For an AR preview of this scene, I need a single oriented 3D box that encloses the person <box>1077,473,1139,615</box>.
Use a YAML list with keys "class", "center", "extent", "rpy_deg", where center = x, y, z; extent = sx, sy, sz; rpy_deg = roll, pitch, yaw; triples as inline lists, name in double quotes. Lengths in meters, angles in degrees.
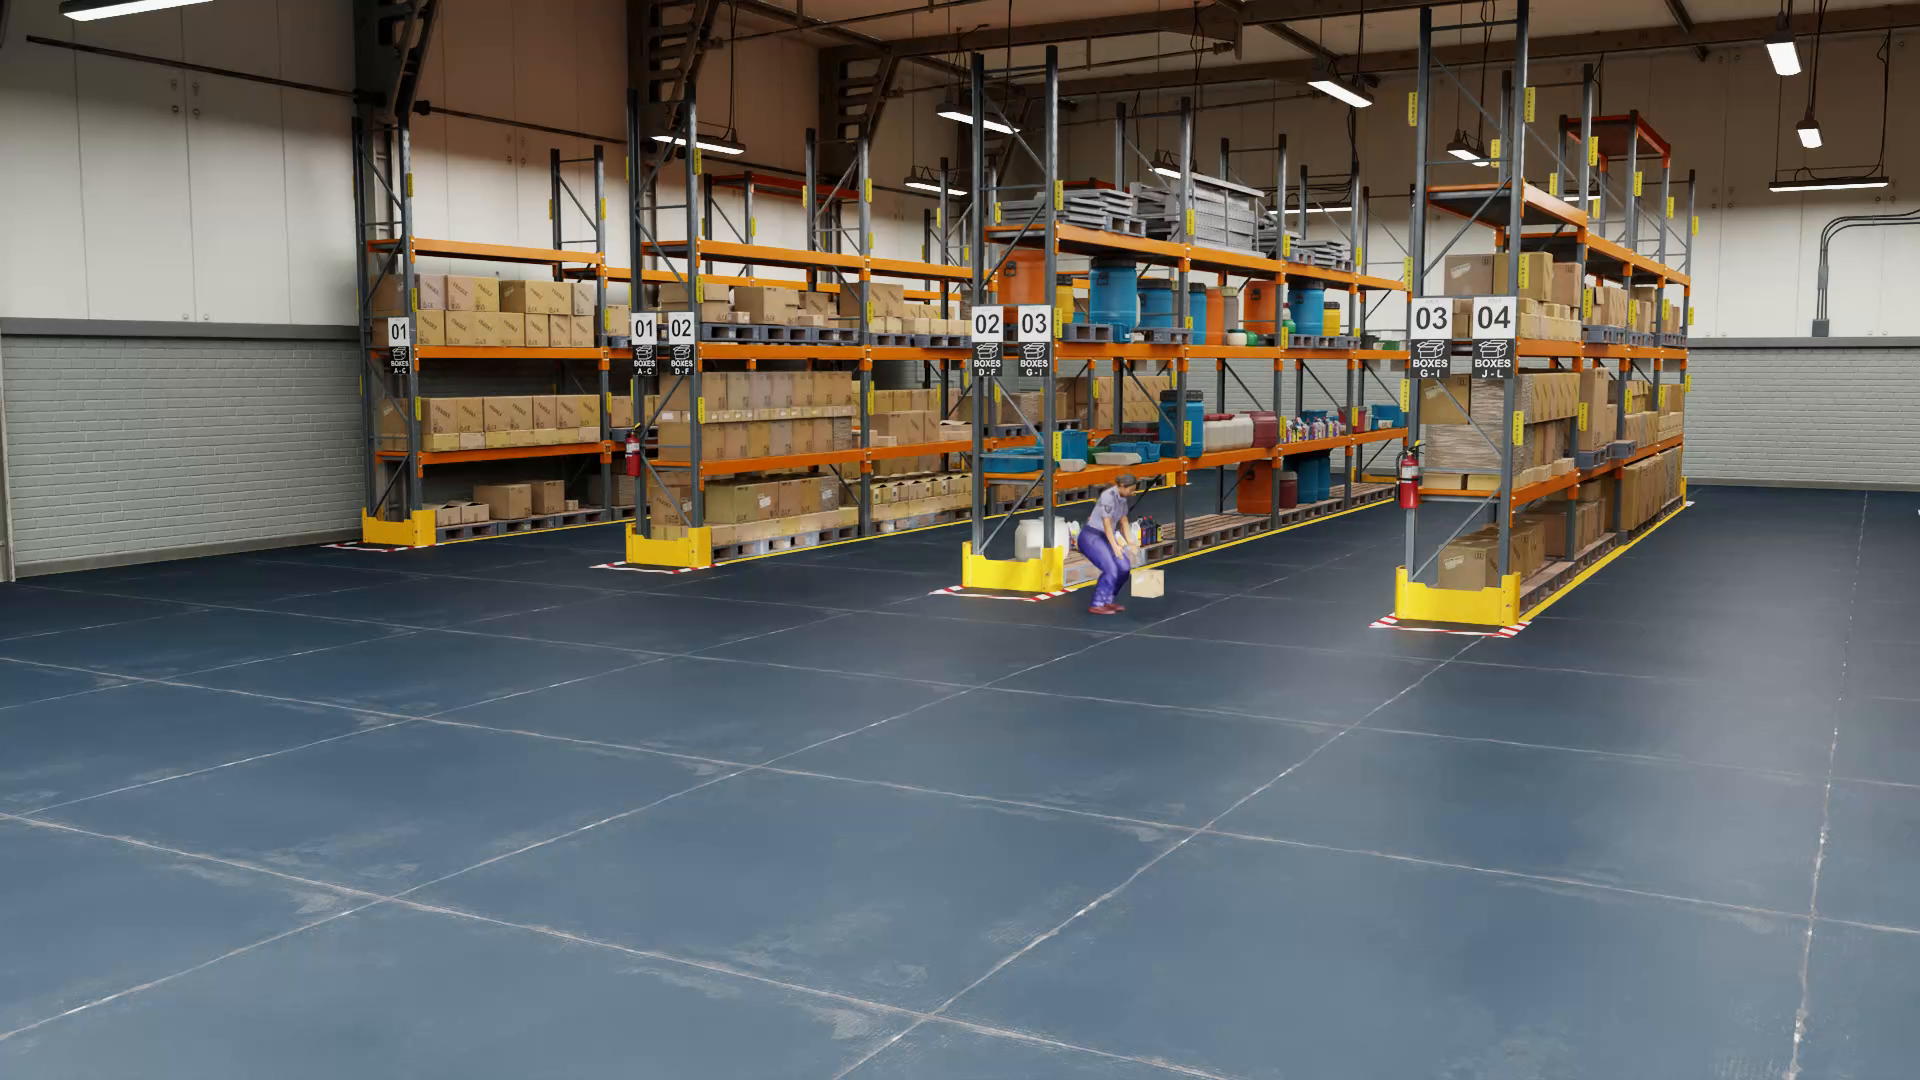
- class: "person"
  center: [1.542, 0.034, 17.200]
  extent: [0.593, 1.434, 0.530]
  rpy_deg: [3, 7, 29]
